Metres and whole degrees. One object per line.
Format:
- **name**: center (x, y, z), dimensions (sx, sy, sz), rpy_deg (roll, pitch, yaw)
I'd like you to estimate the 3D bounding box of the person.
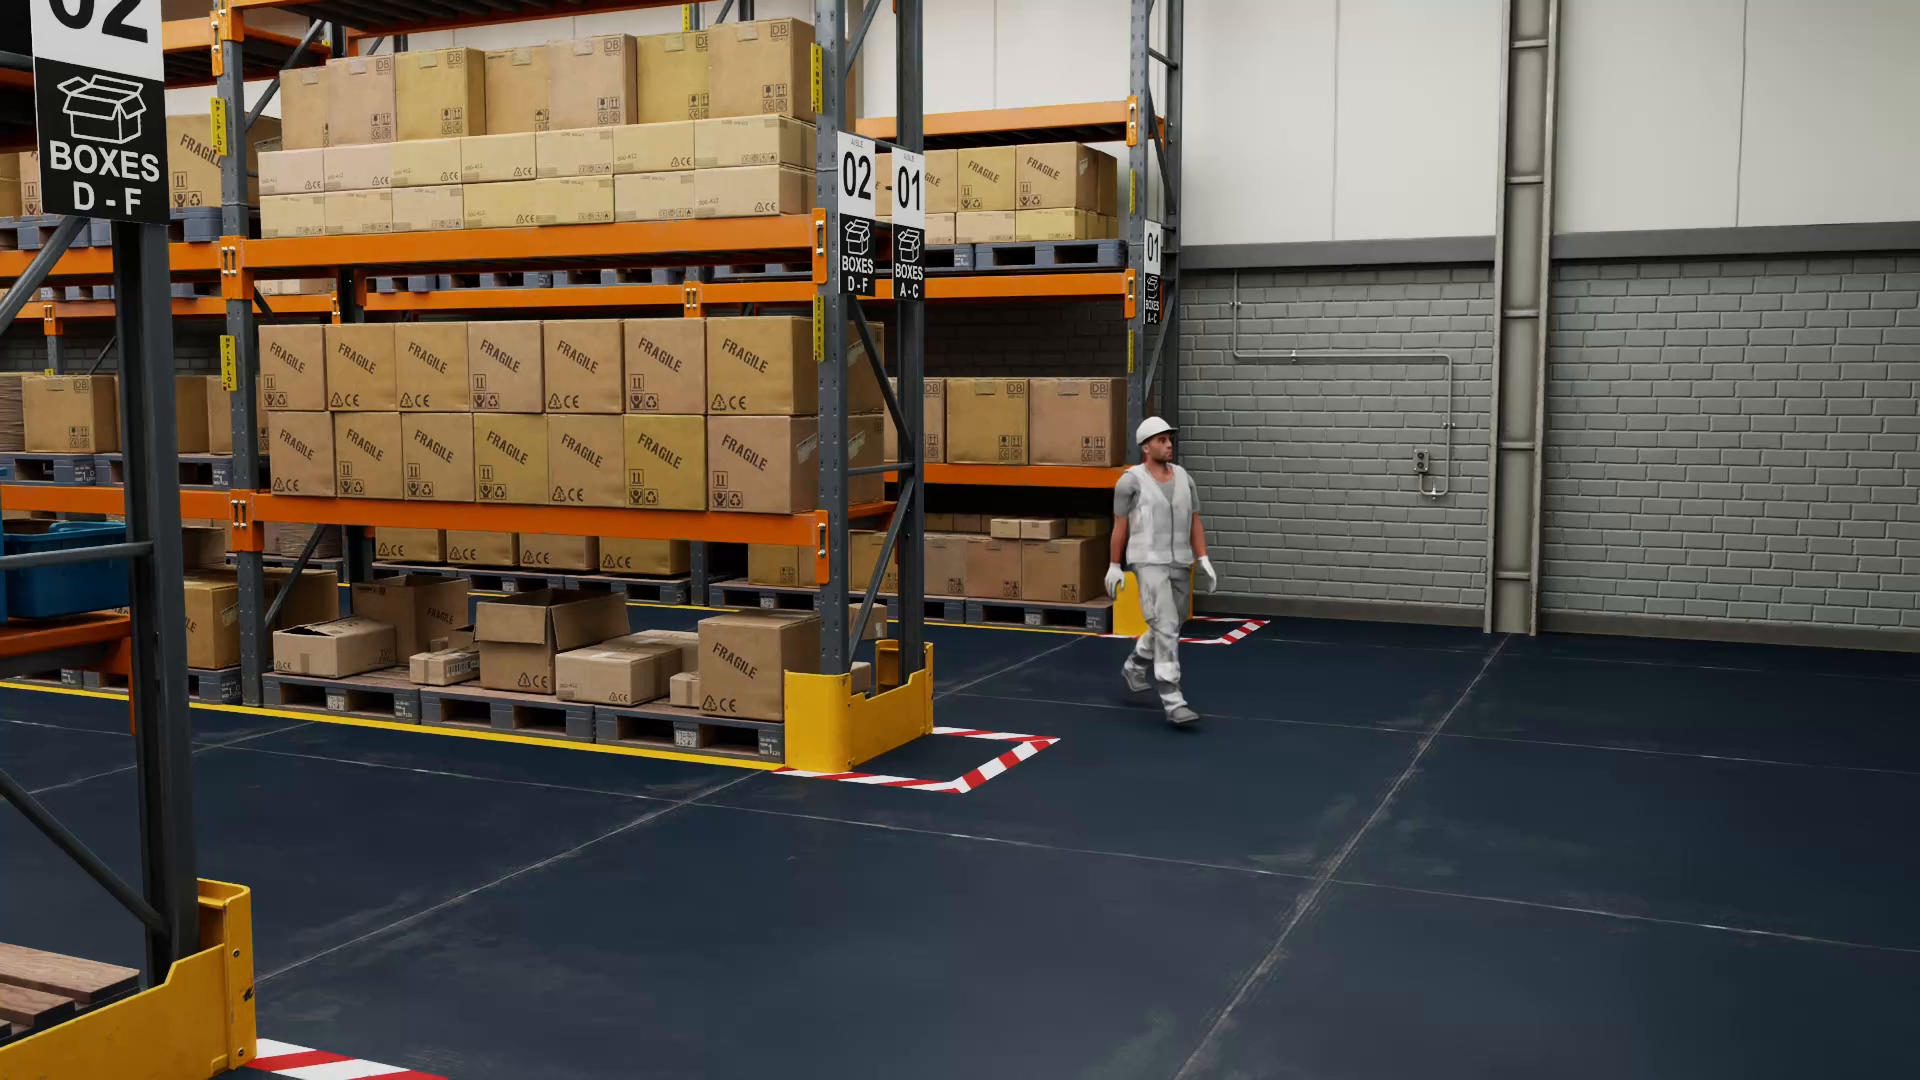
- **person**: center (1.184, 0.157, 9.745), dimensions (0.581, 1.754, 1.012), rpy_deg (-3, 6, -27)
